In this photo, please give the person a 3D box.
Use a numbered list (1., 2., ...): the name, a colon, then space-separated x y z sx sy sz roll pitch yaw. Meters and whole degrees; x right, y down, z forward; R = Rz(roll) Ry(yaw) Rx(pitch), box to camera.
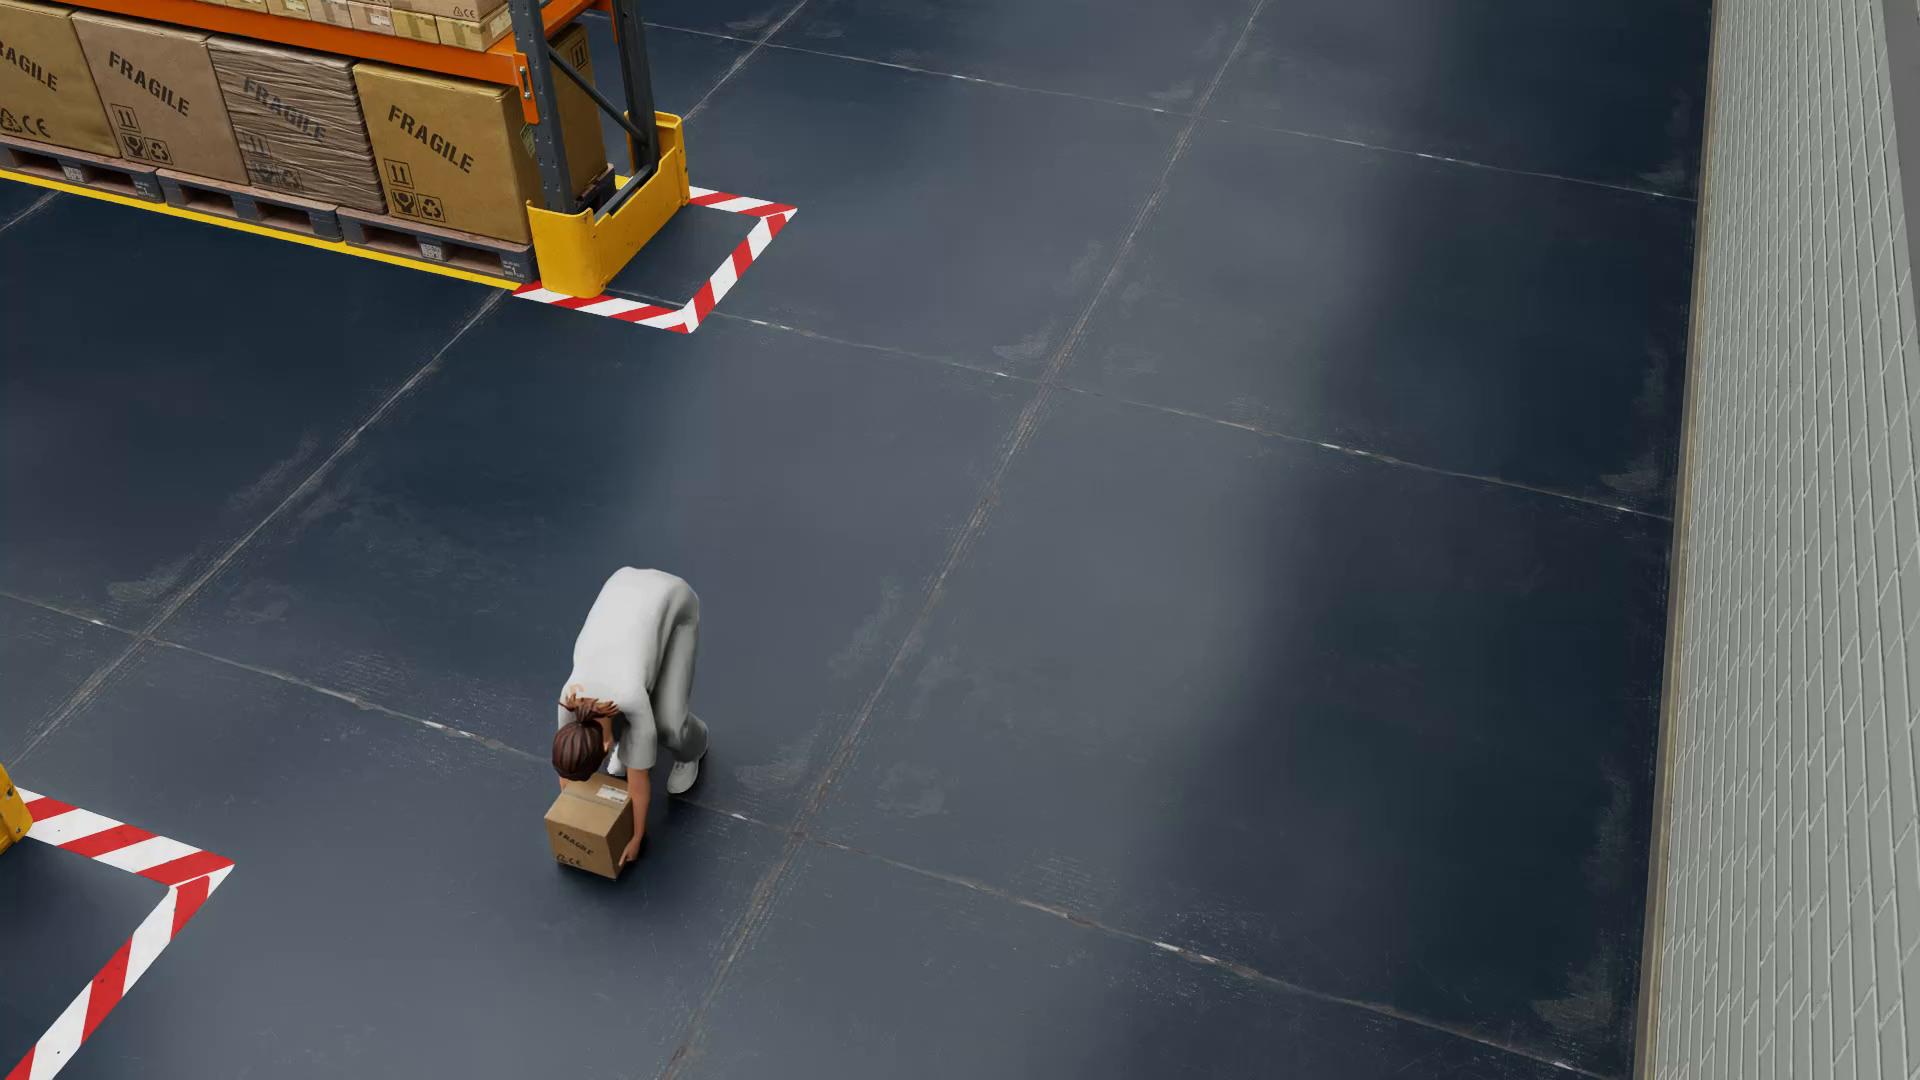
1. person: -1.164 0.252 5.885 0.439 1.662 0.559 14 43 15
